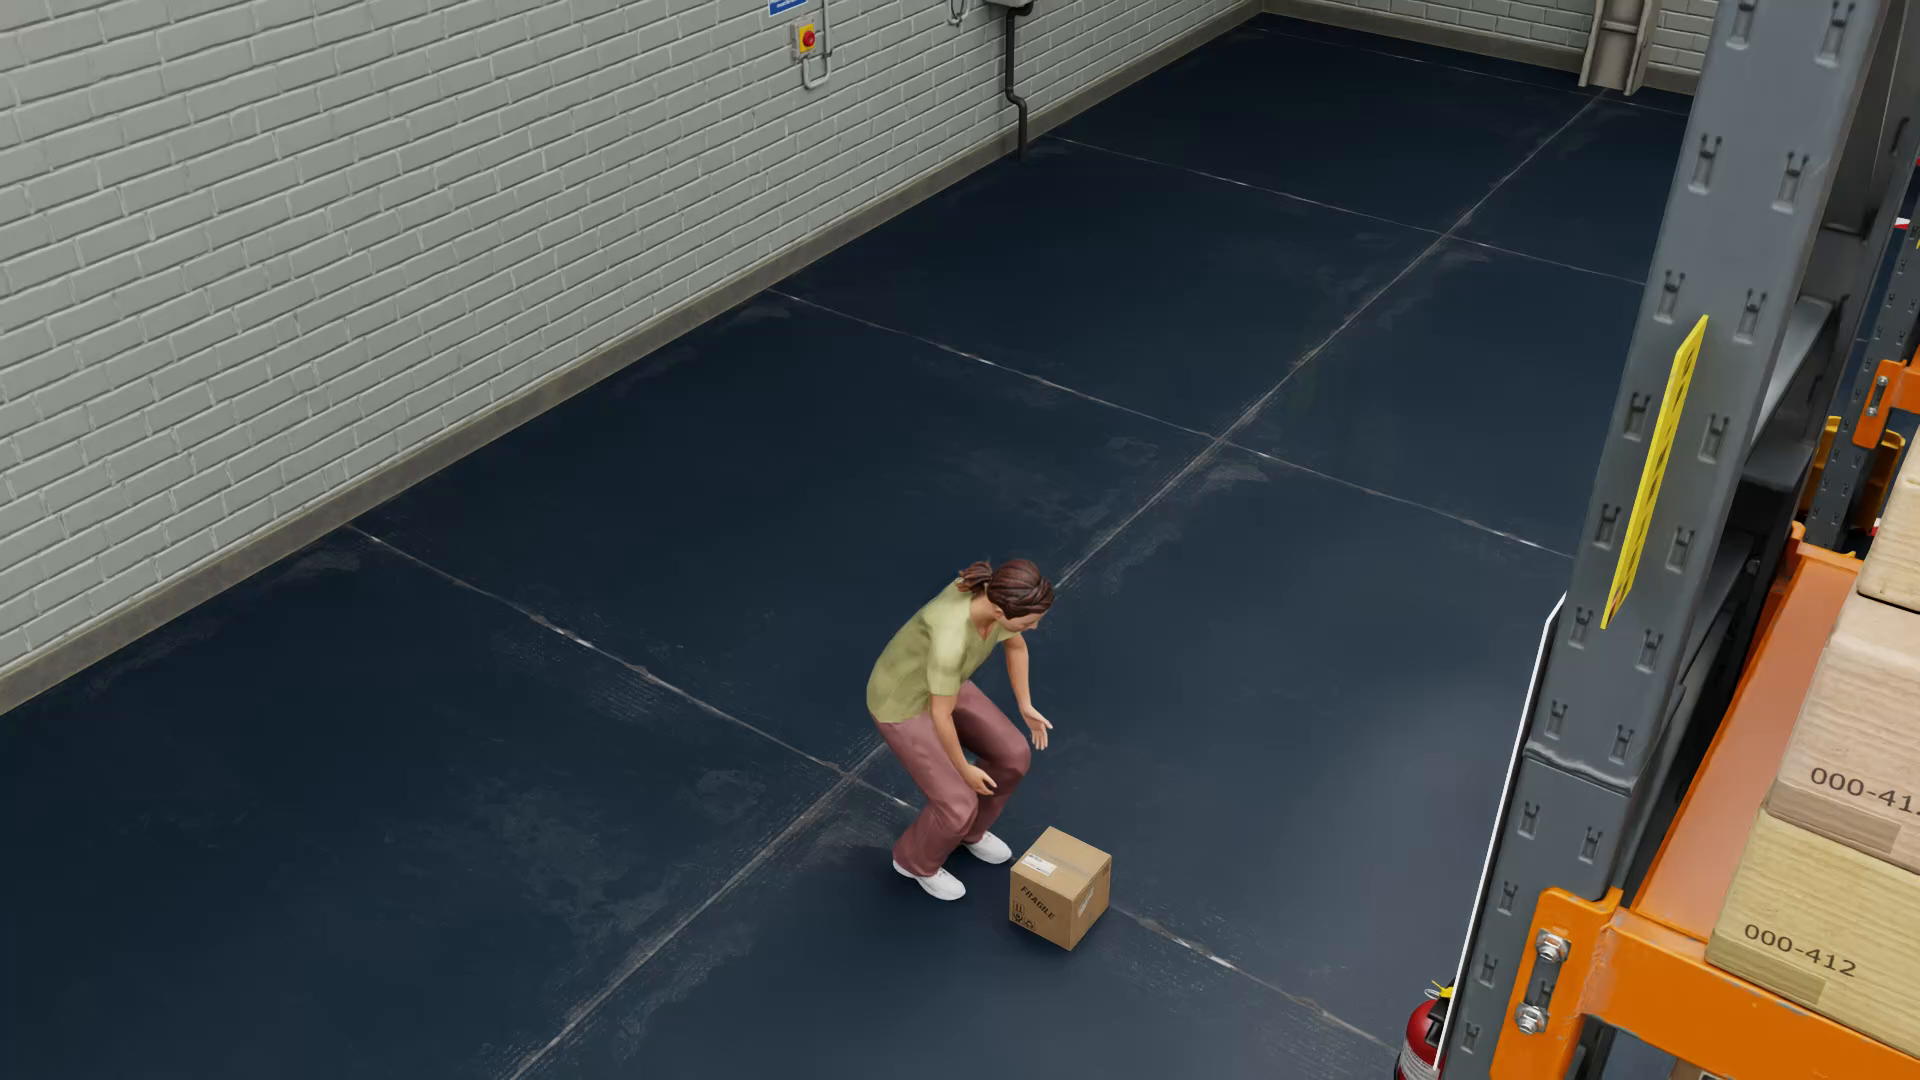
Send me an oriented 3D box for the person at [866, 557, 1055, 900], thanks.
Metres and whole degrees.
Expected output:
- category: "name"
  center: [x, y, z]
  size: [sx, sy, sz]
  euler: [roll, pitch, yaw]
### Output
- category: "person"
  center: [0.014, 0.579, 5.566]
  size: [0.634, 1.390, 0.510]
  euler: [22, 40, 28]
